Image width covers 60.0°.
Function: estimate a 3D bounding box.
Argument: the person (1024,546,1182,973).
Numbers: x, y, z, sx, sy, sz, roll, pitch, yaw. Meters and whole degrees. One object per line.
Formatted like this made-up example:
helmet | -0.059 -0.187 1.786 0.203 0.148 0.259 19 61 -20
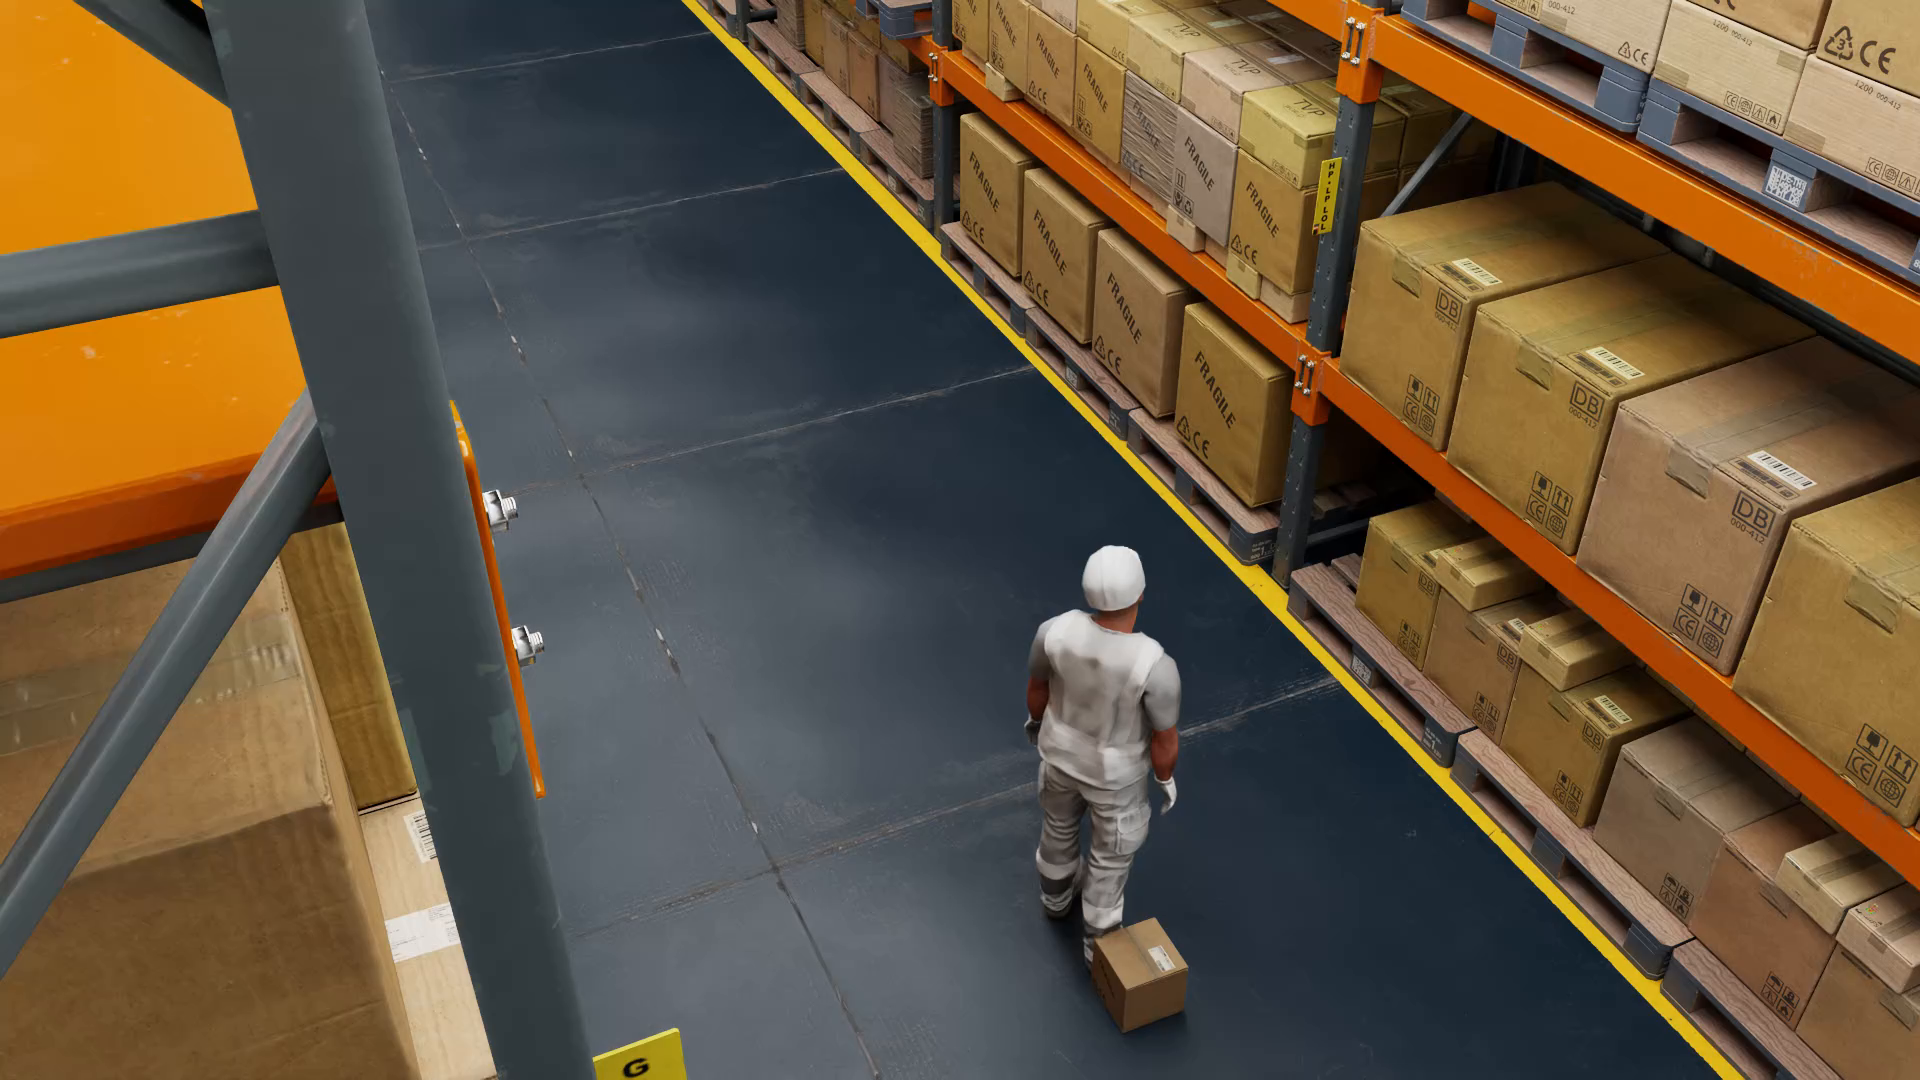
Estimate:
person | 0.488 0.737 5.804 0.613 1.791 0.449 22 42 26
